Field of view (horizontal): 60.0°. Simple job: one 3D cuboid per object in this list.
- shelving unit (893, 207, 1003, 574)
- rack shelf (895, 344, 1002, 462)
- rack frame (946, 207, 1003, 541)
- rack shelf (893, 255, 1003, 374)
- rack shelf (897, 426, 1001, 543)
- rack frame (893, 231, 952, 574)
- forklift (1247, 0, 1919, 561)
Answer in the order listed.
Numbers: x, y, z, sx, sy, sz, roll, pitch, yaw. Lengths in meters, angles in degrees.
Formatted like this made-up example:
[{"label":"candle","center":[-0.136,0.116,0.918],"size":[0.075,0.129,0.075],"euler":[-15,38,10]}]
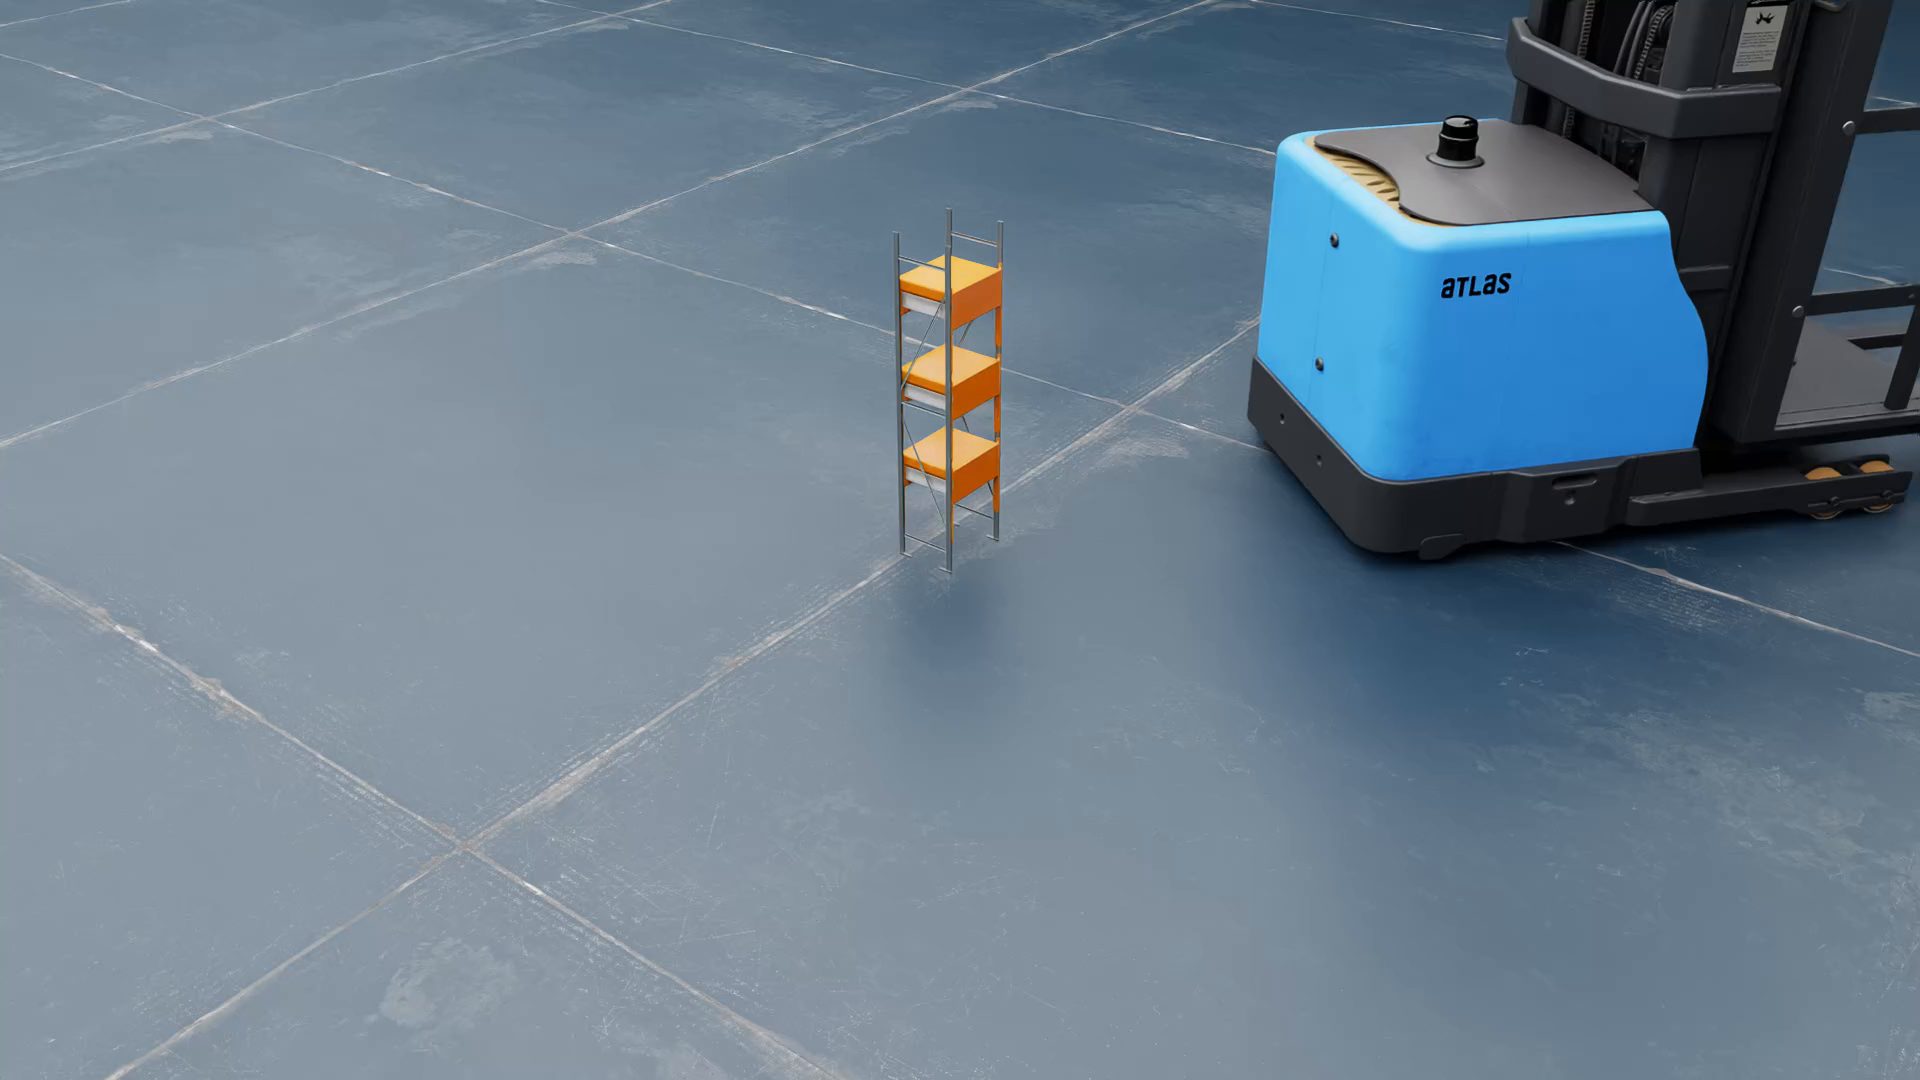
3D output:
[{"label":"shelving unit","center":[-0.032,-0.430,4.946],"size":[0.215,1.050,0.252],"euler":[21,37,31]},{"label":"rack shelf","center":[-0.032,-0.421,4.951],"size":[0.215,0.259,0.240],"euler":[21,37,31]},{"label":"rack frame","center":[0.041,-0.479,5.029],"size":[0.200,1.050,0.008],"euler":[21,37,31]},{"label":"rack shelf","center":[-0.032,-0.665,4.806],"size":[0.215,0.259,0.240],"euler":[21,37,31]},{"label":"rack shelf","center":[-0.032,-0.182,5.093],"size":[0.215,0.259,0.240],"euler":[21,37,31]},{"label":"rack frame","center":[-0.106,-0.380,4.862],"size":[0.200,1.050,0.008],"euler":[21,37,31]},{"label":"forklift","center":[2.580,-1.582,5.045],"size":[3.031,2.935,1.130],"euler":[-7,31,-11]}]
